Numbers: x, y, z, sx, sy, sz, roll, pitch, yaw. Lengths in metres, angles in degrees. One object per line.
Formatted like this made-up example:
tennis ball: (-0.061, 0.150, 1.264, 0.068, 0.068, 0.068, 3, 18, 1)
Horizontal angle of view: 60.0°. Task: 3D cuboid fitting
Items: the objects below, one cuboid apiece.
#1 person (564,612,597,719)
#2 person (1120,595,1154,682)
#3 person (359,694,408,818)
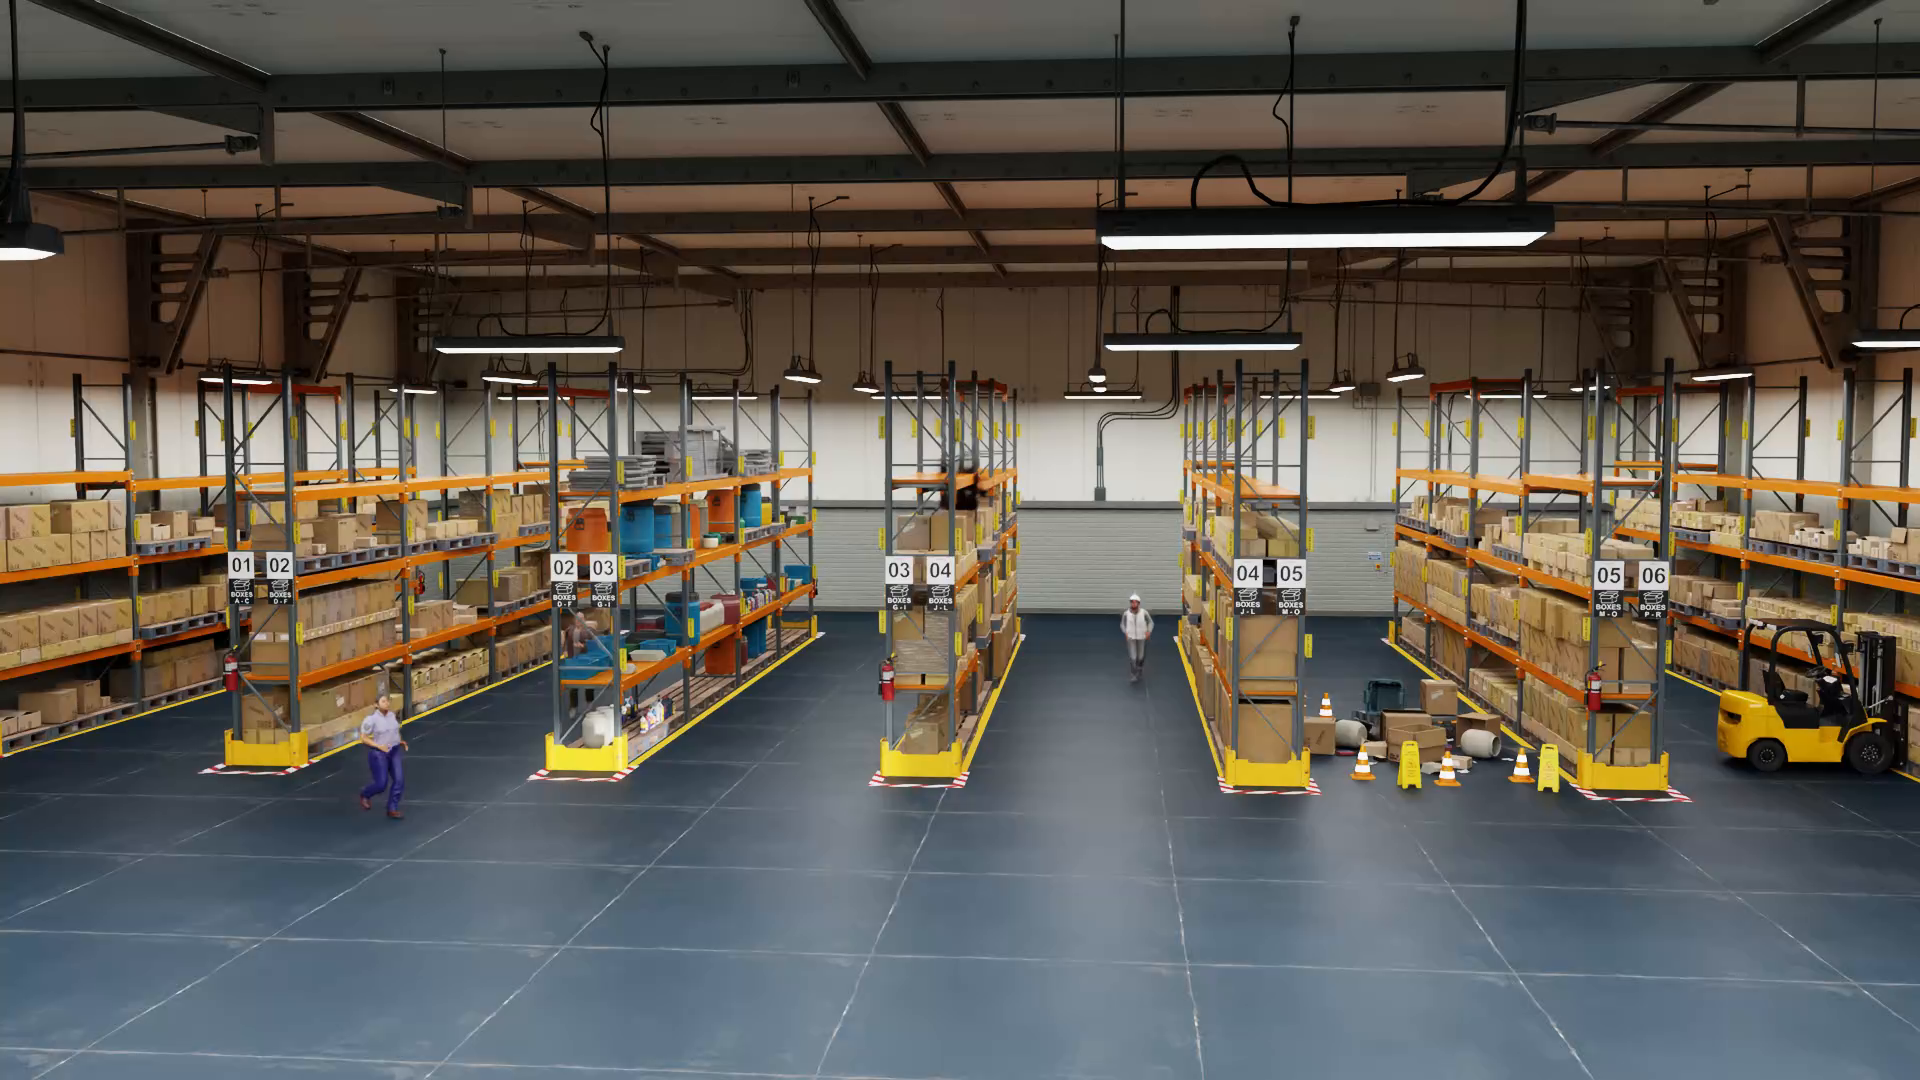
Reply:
person: (-6.671, 2.165, 29.264, 0.680, 1.812, 1.002, 0, 4, 2)
person: (3.517, 1.963, 33.153, 0.668, 1.736, 0.523, 1, 4, 9)
person: (-7.456, 2.792, 21.541, 0.593, 1.587, 0.610, 2, 4, 33)
